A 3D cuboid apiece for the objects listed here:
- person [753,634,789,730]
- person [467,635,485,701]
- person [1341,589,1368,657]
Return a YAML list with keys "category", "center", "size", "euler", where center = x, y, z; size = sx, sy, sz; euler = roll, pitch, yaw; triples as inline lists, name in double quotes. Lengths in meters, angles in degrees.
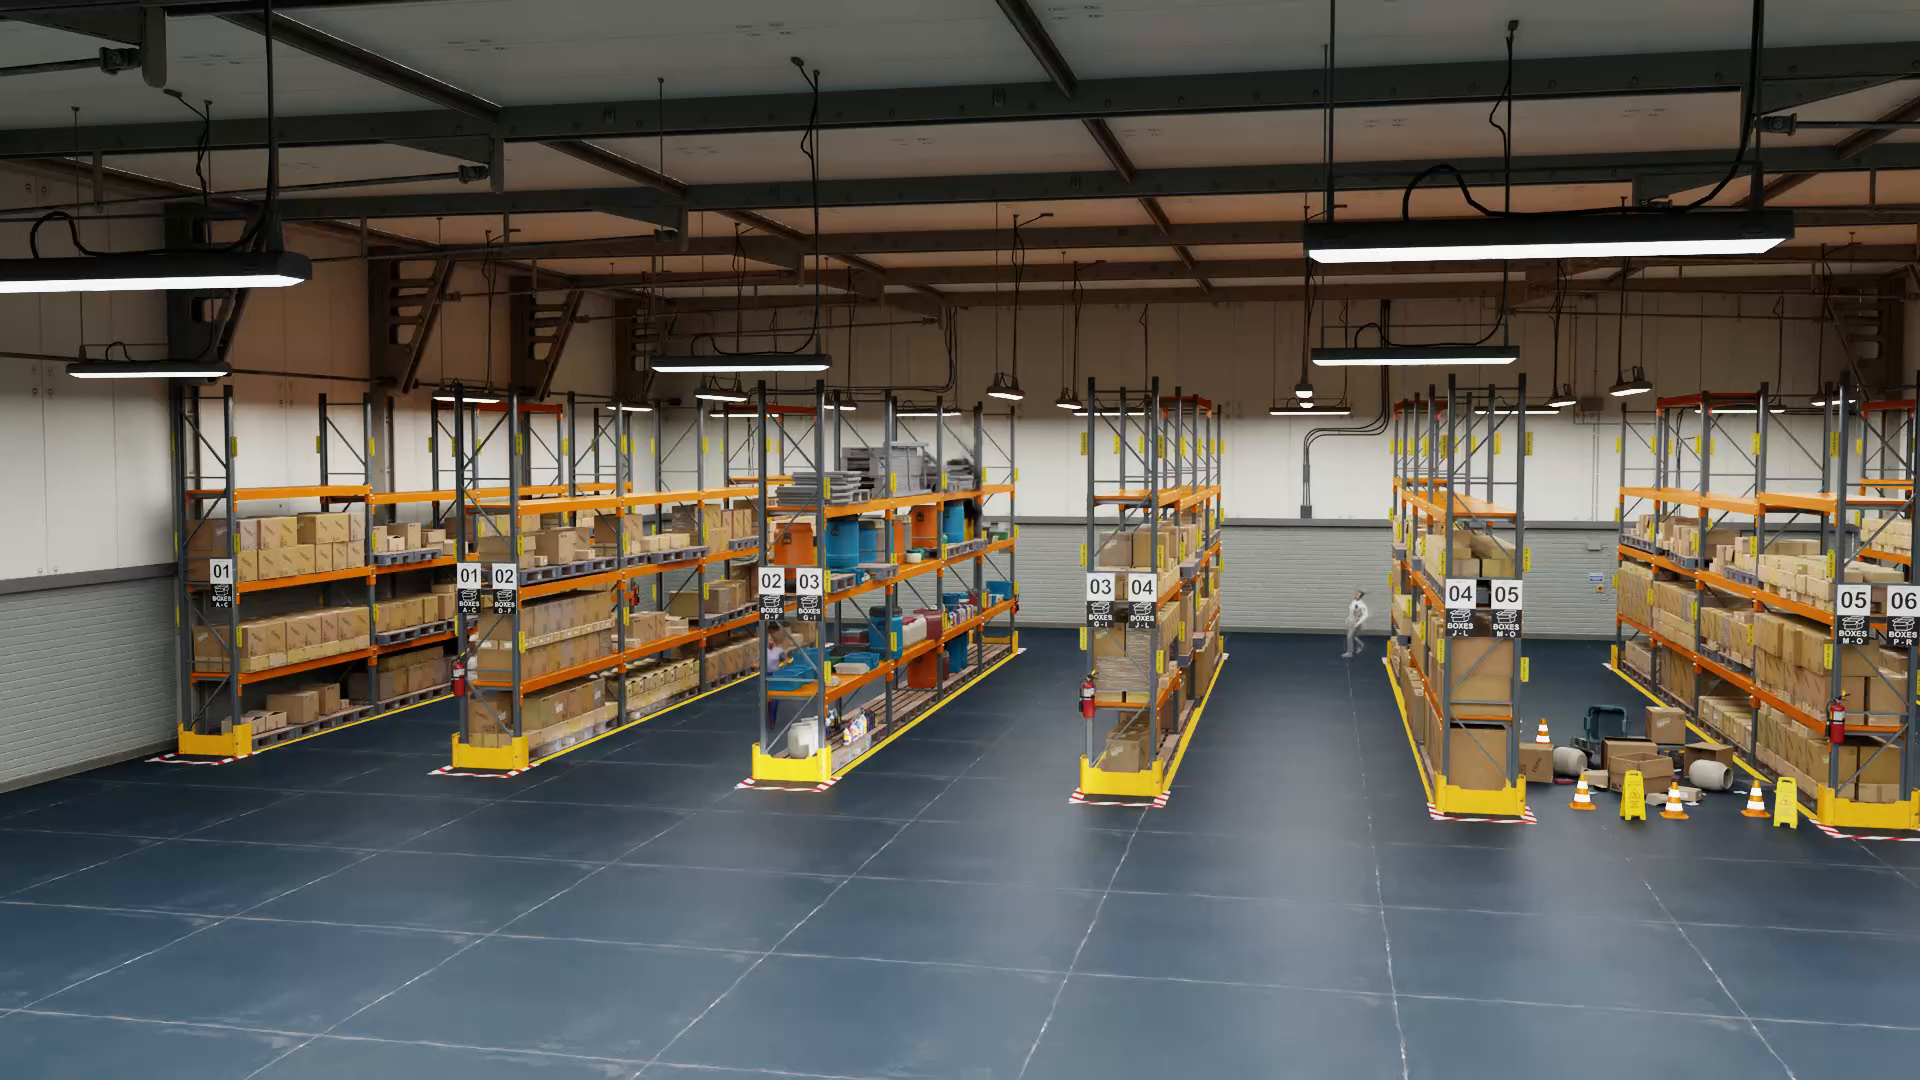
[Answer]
- category: "person"
  center: [-3.386, 2.548, 29.705]
  size: [0.606, 1.562, 0.924]
  euler: [0, 3, 2]
- category: "person"
  center: [-8.376, 2.508, 28.644]
  size: [0.710, 1.747, 0.963]
  euler: [0, 3, 2]
- category: "person"
  center: [9.460, 1.975, 39.470]
  size: [0.657, 1.642, 0.676]
  euler: [-1, 3, -22]
